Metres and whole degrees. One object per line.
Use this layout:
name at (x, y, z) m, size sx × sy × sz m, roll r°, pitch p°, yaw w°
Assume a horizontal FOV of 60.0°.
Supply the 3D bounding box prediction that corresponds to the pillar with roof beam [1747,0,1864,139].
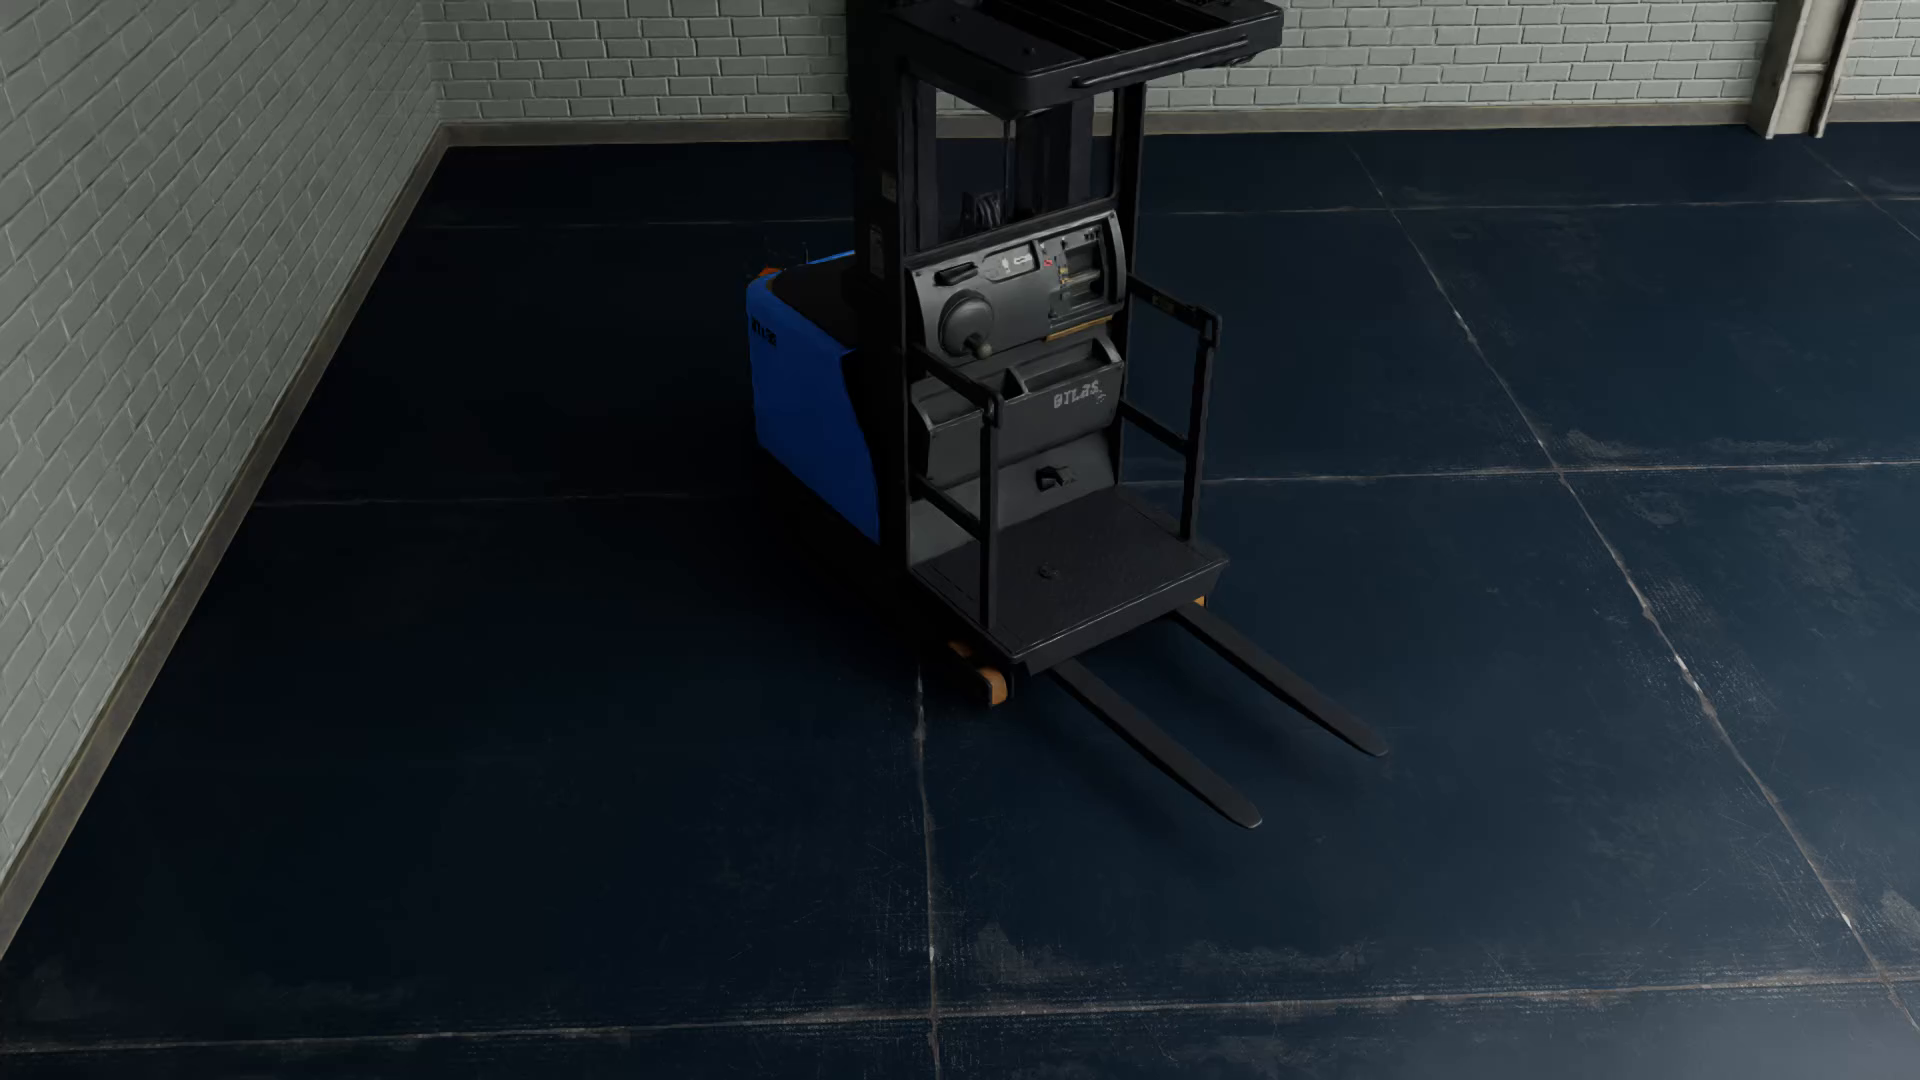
pillar with roof beam at (5.780, -4.030, 5.166) m, size 0.400 × 9.000 × 9.100 m, roll -2°, pitch 35°, yaw -2°

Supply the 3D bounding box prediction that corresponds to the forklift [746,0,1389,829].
forklift at (0.351, -0.881, 5.948) m, size 1.130 × 2.935 × 3.031 m, roll -22°, pitch 40°, yaw -28°

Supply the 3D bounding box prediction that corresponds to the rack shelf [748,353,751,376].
rack shelf at (-0.805, -0.810, 7.516) m, size 0.215 × 0.259 × 0.240 m, roll 10°, pitch 36°, yaw 15°

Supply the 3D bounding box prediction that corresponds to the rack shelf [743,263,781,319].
rack shelf at (-0.805, -1.043, 7.355) m, size 0.215 × 0.259 × 0.240 m, roll 10°, pitch 36°, yaw 15°

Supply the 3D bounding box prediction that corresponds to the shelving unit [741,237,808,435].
shelving unit at (-0.805, -0.819, 7.510) m, size 0.215 × 1.050 × 0.252 m, roll 10°, pitch 36°, yaw 15°

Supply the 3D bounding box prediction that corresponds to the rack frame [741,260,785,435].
rack frame at (-0.843, -0.753, 7.415) m, size 0.200 × 1.050 × 0.008 m, roll 10°, pitch 36°, yaw 15°

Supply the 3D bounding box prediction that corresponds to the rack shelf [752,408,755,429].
rack shelf at (-0.805, -0.581, 7.675) m, size 0.215 × 0.259 × 0.240 m, roll 10°, pitch 36°, yaw 15°

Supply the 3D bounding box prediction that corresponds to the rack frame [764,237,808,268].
rack frame at (-0.768, -0.885, 7.606) m, size 0.200 × 1.050 × 0.008 m, roll 10°, pitch 36°, yaw 15°
